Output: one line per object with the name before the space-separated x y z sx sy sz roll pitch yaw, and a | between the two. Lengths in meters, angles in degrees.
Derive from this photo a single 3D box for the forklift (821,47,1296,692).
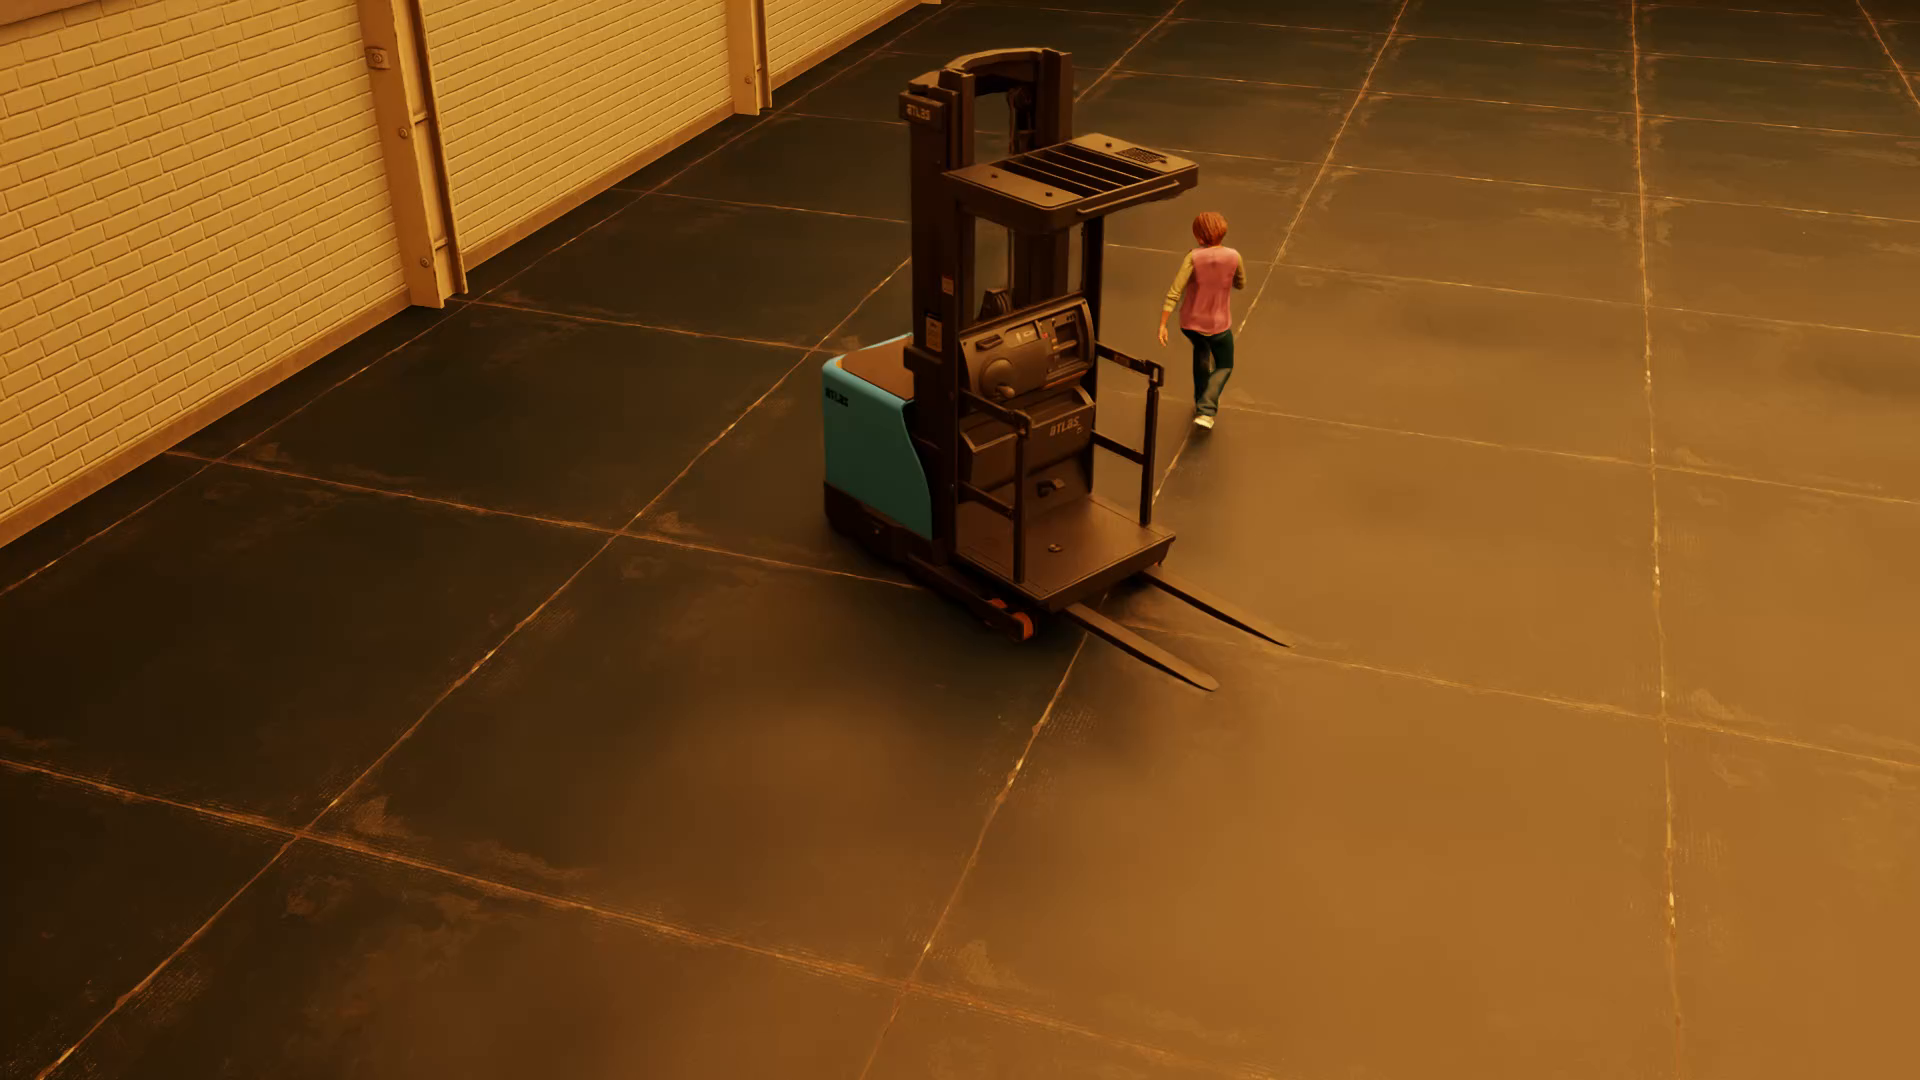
forklift | 0.514 -0.996 8.884 1.130 2.935 3.031 -24 37 -35

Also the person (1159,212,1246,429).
person | 1.638 -1.467 11.163 0.466 1.519 0.719 11 31 18
